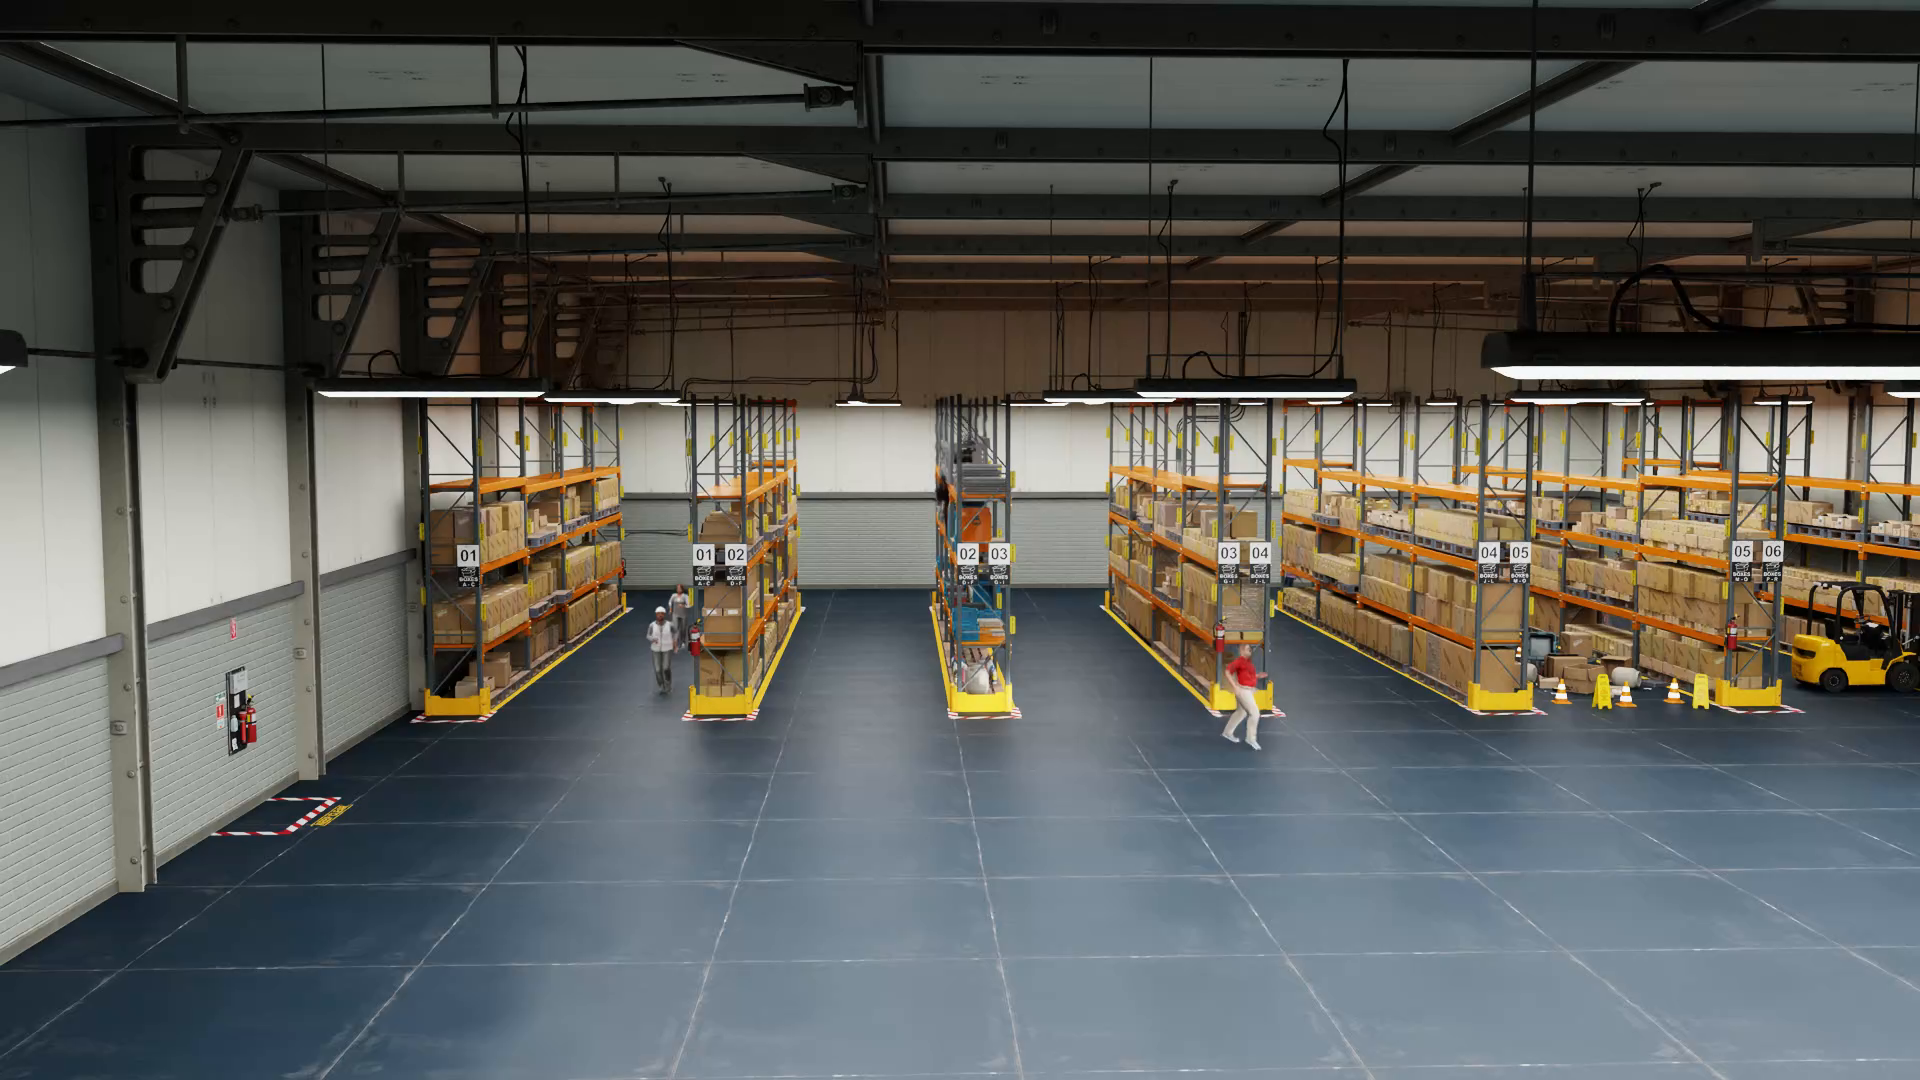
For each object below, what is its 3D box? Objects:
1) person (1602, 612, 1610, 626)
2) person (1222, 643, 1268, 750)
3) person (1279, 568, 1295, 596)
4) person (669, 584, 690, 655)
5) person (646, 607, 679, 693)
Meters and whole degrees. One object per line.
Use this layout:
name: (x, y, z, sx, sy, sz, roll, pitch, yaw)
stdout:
person: (16.626, 1.522, 42.941, 0.564, 1.633, 0.566, -1, 5, -7)
person: (4.821, 2.651, 28.201, 0.787, 1.802, 0.635, 2, 5, 22)
person: (9.636, 1.099, 48.730, 0.576, 1.595, 0.504, -1, 5, -17)
person: (-6.599, 1.839, 39.121, 0.510, 1.642, 0.733, -1, 5, -7)
person: (-5.986, 2.209, 33.411, 0.635, 1.735, 0.650, 0, 4, -2)
